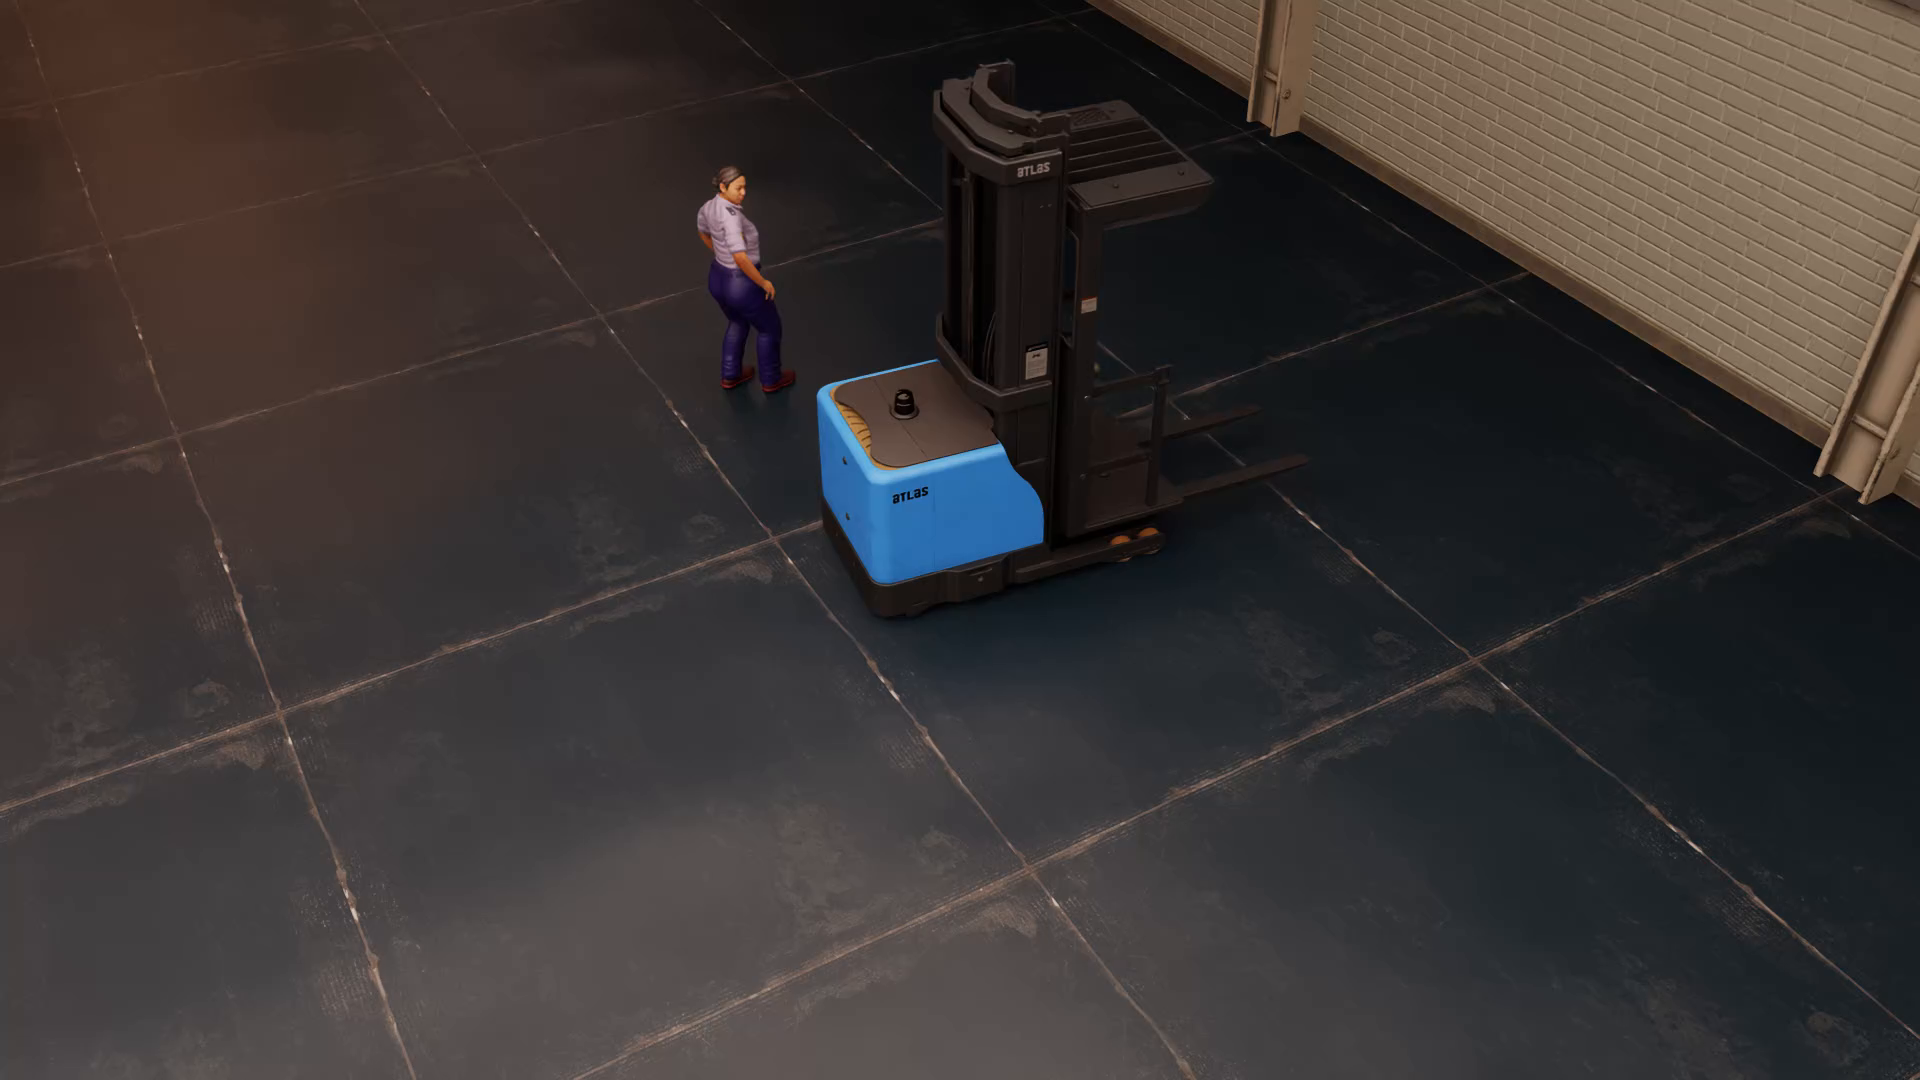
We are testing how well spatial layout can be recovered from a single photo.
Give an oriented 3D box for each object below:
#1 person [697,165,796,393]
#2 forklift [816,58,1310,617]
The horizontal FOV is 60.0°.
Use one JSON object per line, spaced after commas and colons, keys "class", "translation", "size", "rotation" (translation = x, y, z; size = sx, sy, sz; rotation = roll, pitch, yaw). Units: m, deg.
{"class": "person", "translation": [-1.454, -1.760, 11.185], "size": [0.485, 1.629, 0.680], "rotation": [-30, 48, -31]}
{"class": "forklift", "translation": [0.712, -1.287, 9.588], "size": [3.031, 2.935, 1.130], "rotation": [-15, 42, -17]}
